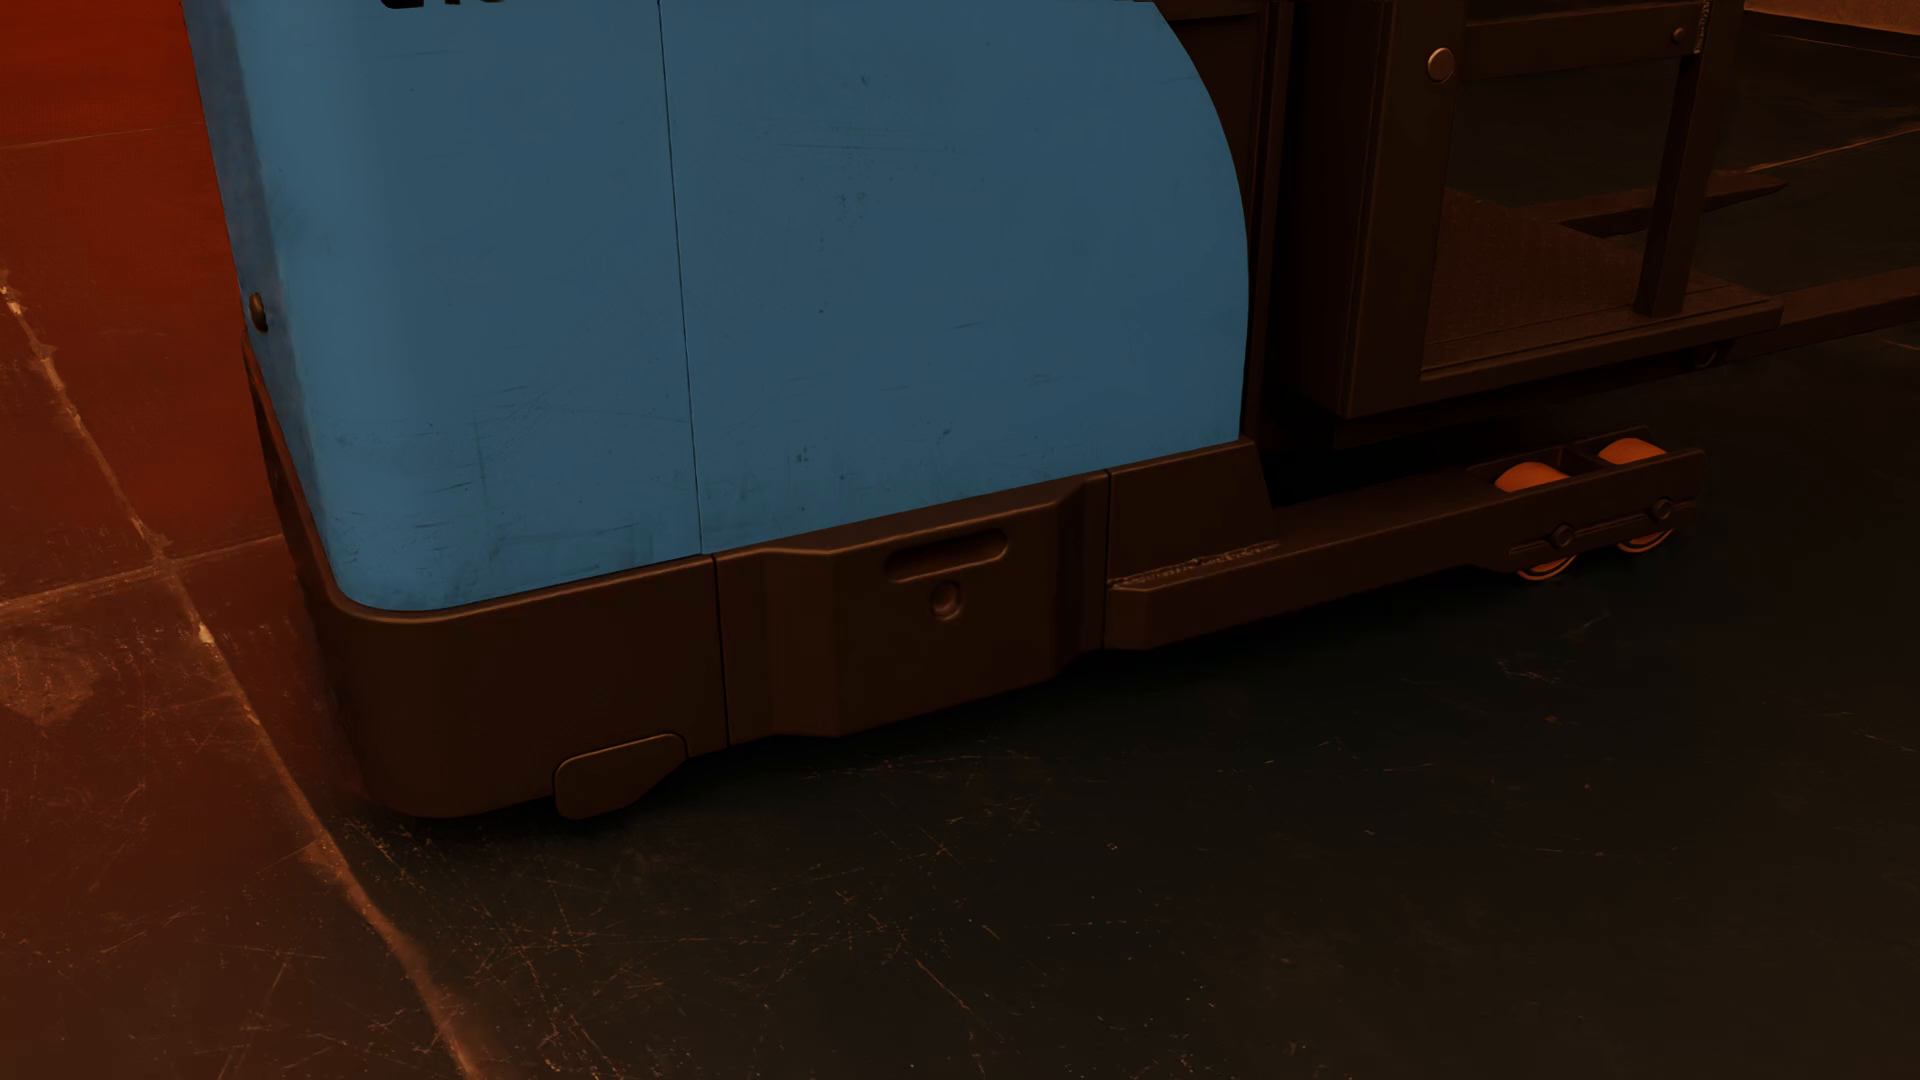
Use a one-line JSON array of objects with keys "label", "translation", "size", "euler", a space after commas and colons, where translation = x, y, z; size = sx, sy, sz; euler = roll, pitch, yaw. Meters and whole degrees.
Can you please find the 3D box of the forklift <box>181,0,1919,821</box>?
[{"label": "forklift", "translation": [0.519, -1.450, 2.122], "size": [3.031, 2.935, 1.130], "euler": [-13, 29, -24]}]
